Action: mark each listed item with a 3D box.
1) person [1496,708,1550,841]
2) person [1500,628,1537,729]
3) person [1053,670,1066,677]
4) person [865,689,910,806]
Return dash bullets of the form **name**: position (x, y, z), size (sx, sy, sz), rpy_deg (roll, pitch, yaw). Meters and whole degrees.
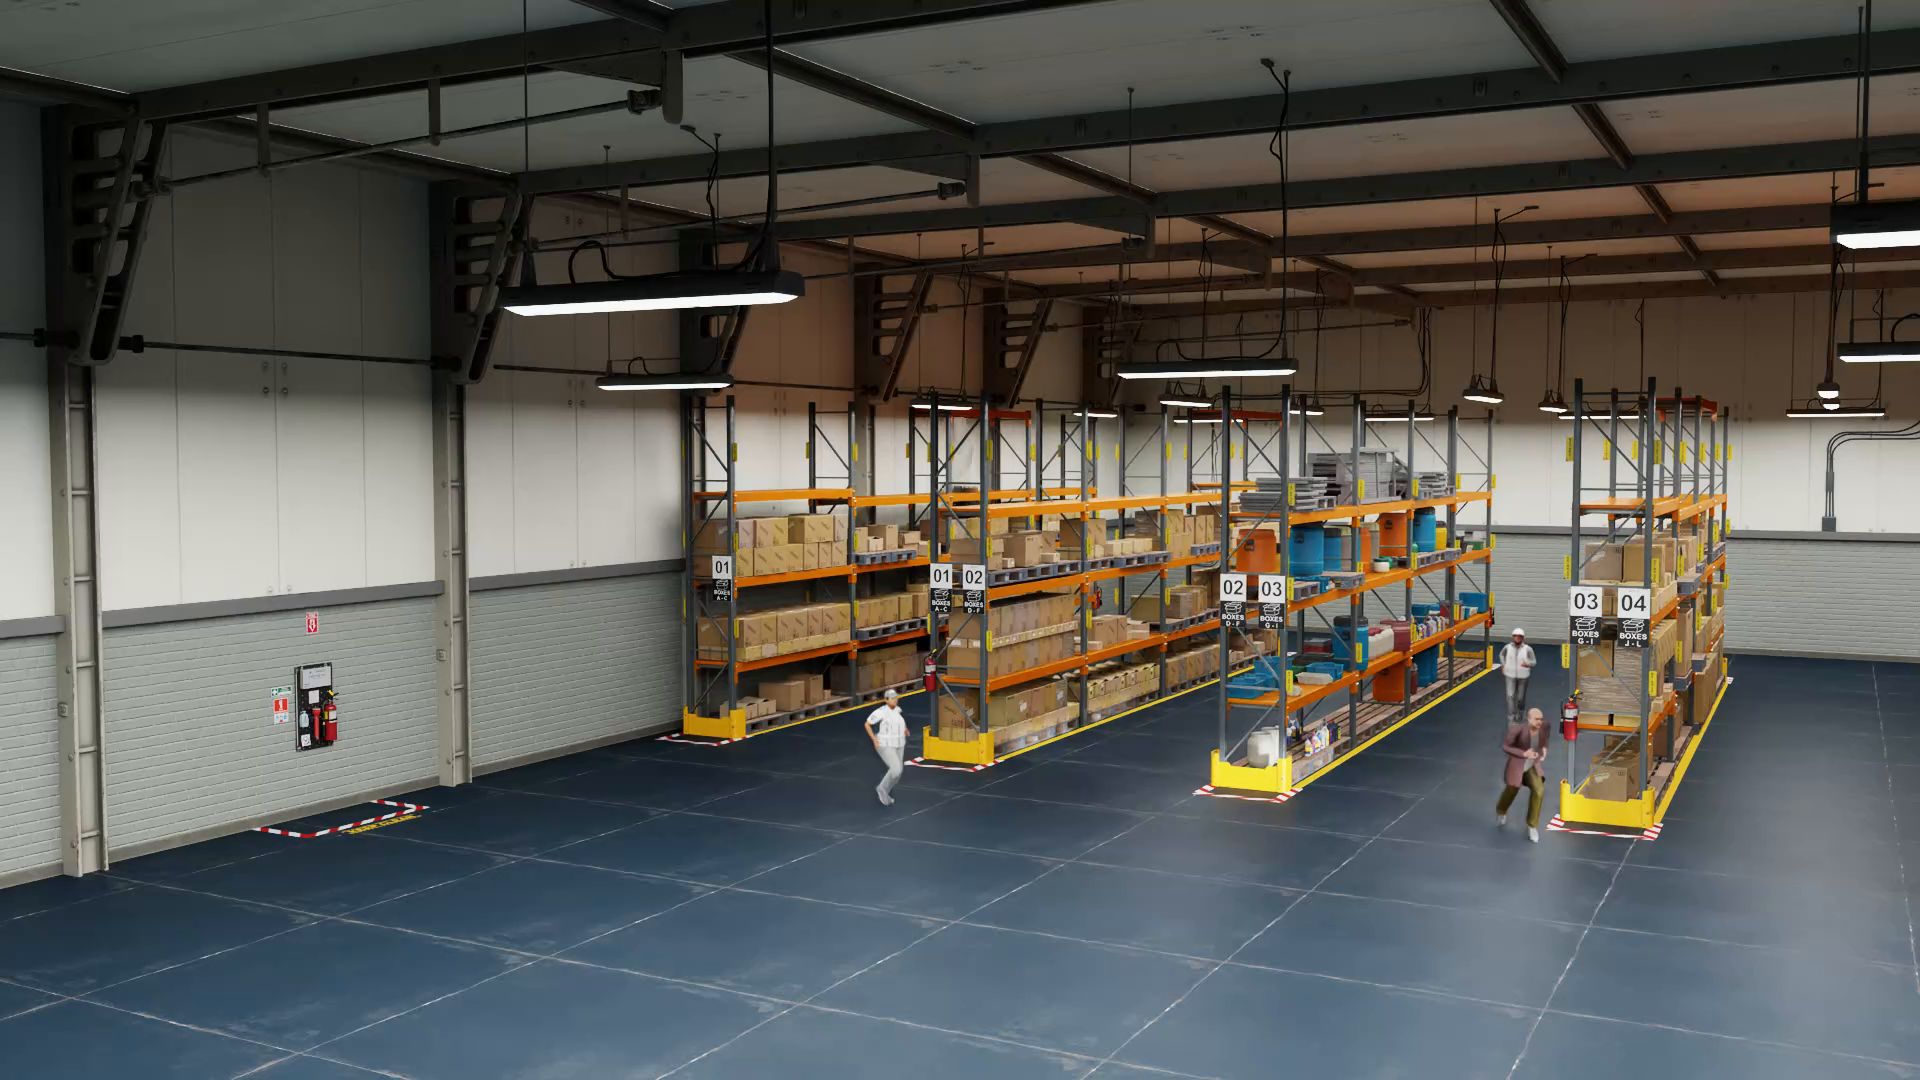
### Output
- **person**: position (7.374, 3.023, 21.828), size (0.753, 1.748, 1.073), rpy_deg (-1, 3, -10)
- **person**: position (10.146, 2.504, 30.393), size (0.577, 1.794, 0.948), rpy_deg (1, 3, 21)
- **person**: position (2.089, 2.416, 34.091), size (0.582, 1.618, 0.578), rpy_deg (1, 3, 23)
- **person**: position (-0.962, 2.934, 23.539), size (0.637, 1.638, 0.584), rpy_deg (3, 4, 42)
